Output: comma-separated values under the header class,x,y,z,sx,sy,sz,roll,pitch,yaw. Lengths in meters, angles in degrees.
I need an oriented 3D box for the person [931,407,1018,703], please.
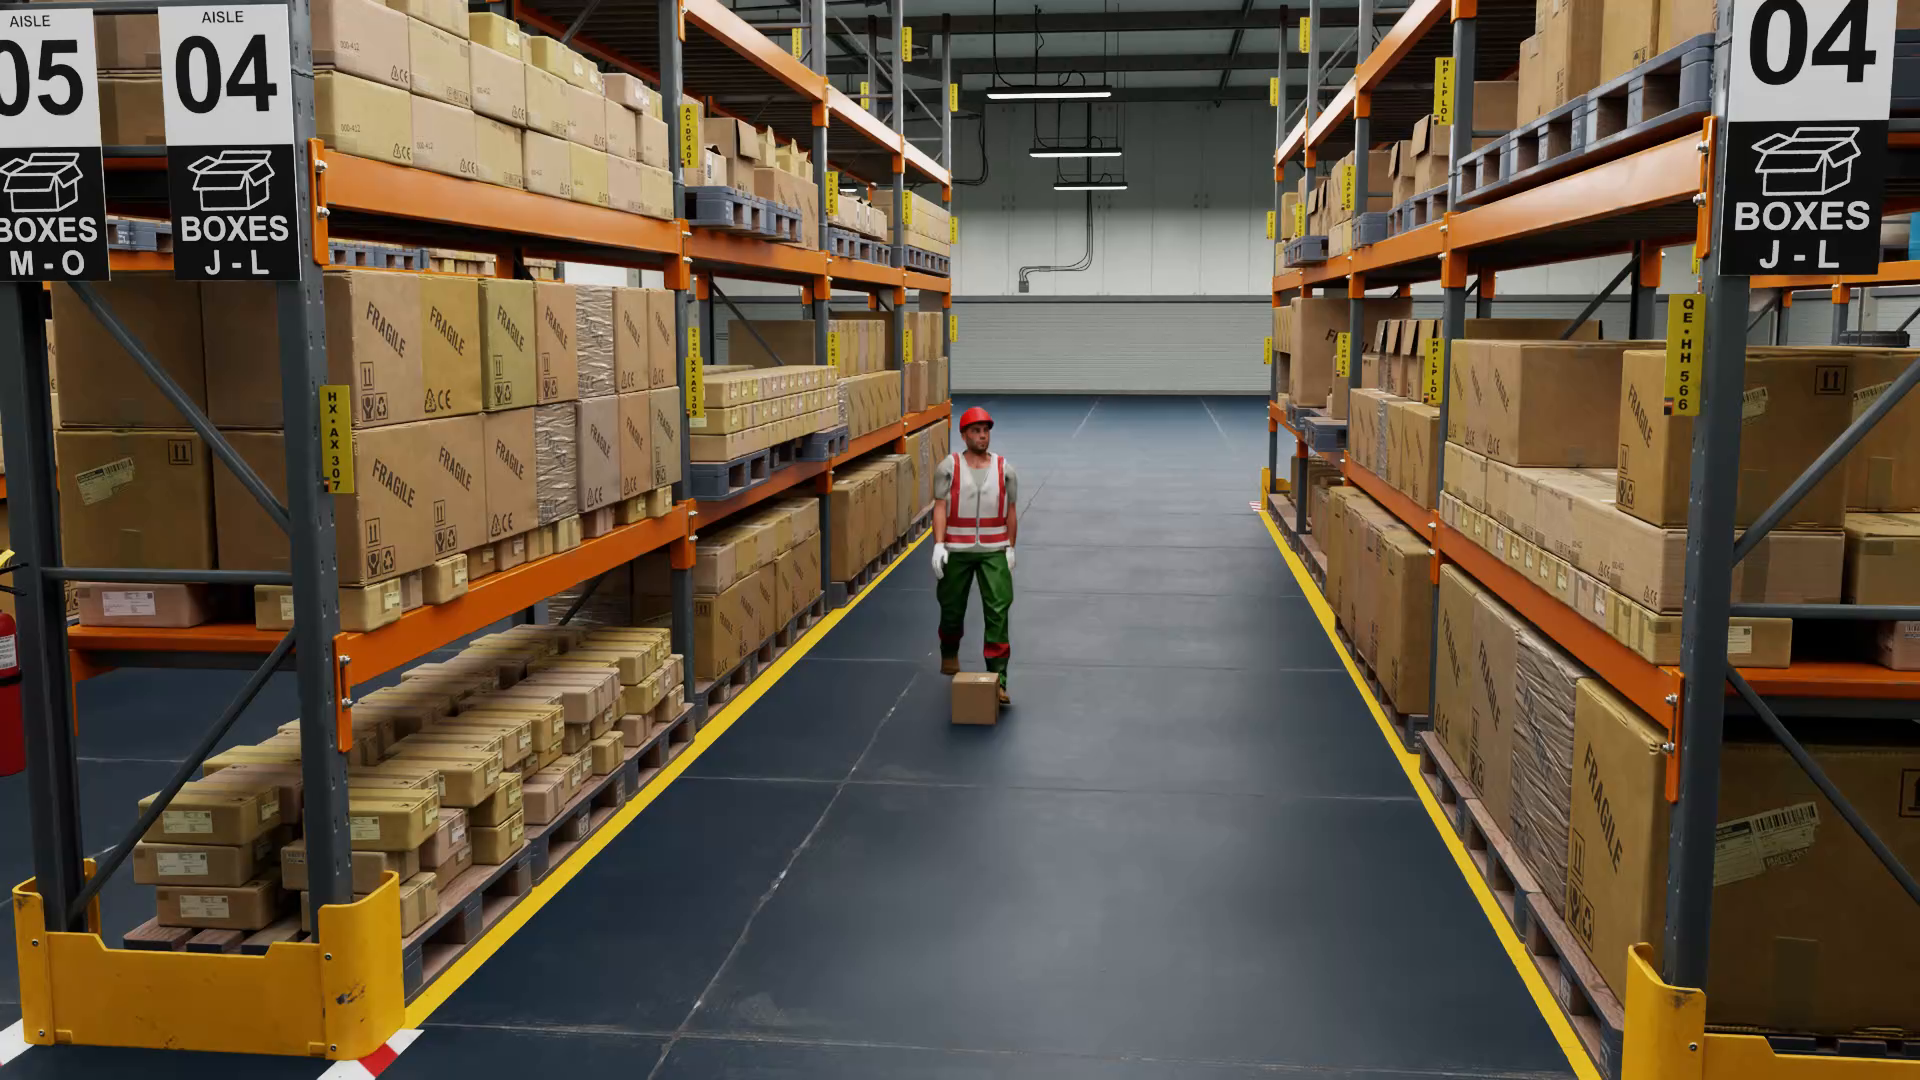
class,x,y,z,sx,sy,sz,roll,pitch,yaw
person,0.094,0.080,10.089,0.543,1.764,0.894,0,8,-4
